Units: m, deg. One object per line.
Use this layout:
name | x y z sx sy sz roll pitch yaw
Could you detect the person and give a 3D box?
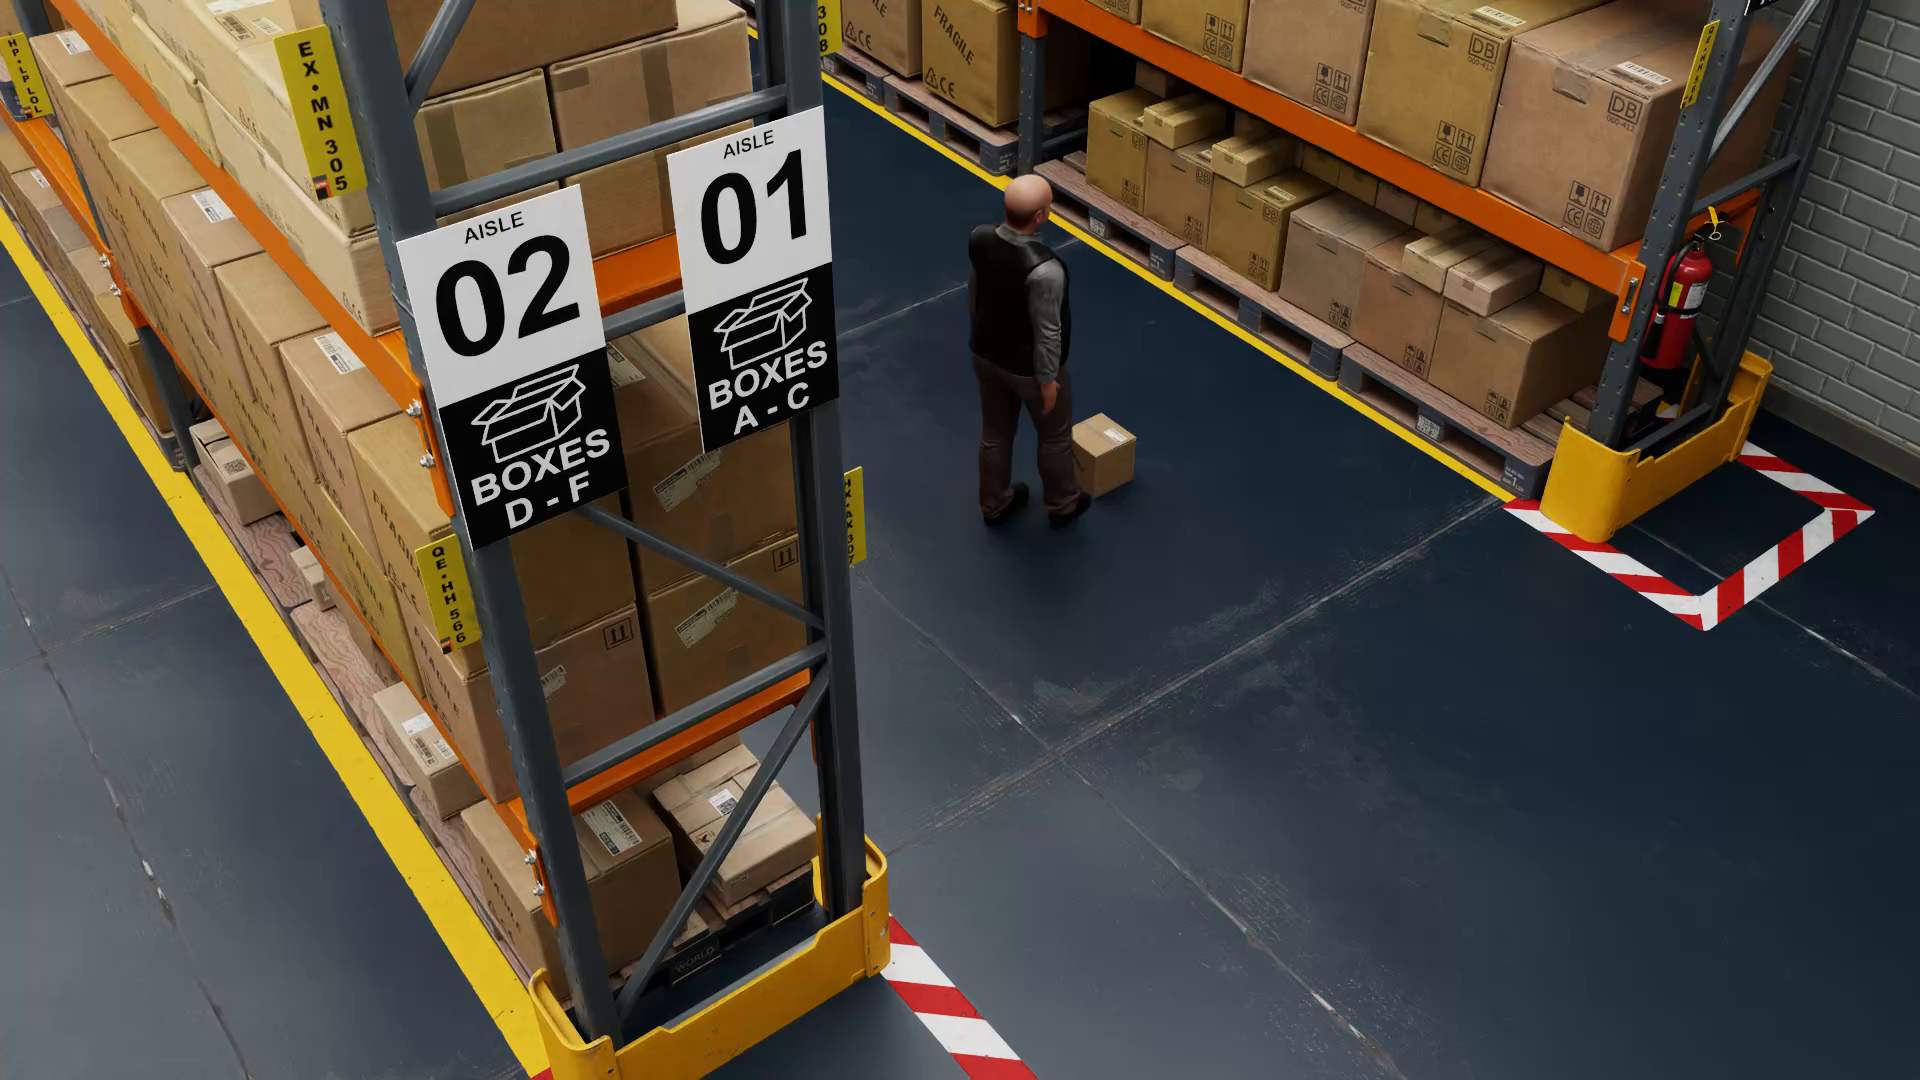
person | 0.300 -0.809 7.154 0.565 1.755 0.526 30 49 31
